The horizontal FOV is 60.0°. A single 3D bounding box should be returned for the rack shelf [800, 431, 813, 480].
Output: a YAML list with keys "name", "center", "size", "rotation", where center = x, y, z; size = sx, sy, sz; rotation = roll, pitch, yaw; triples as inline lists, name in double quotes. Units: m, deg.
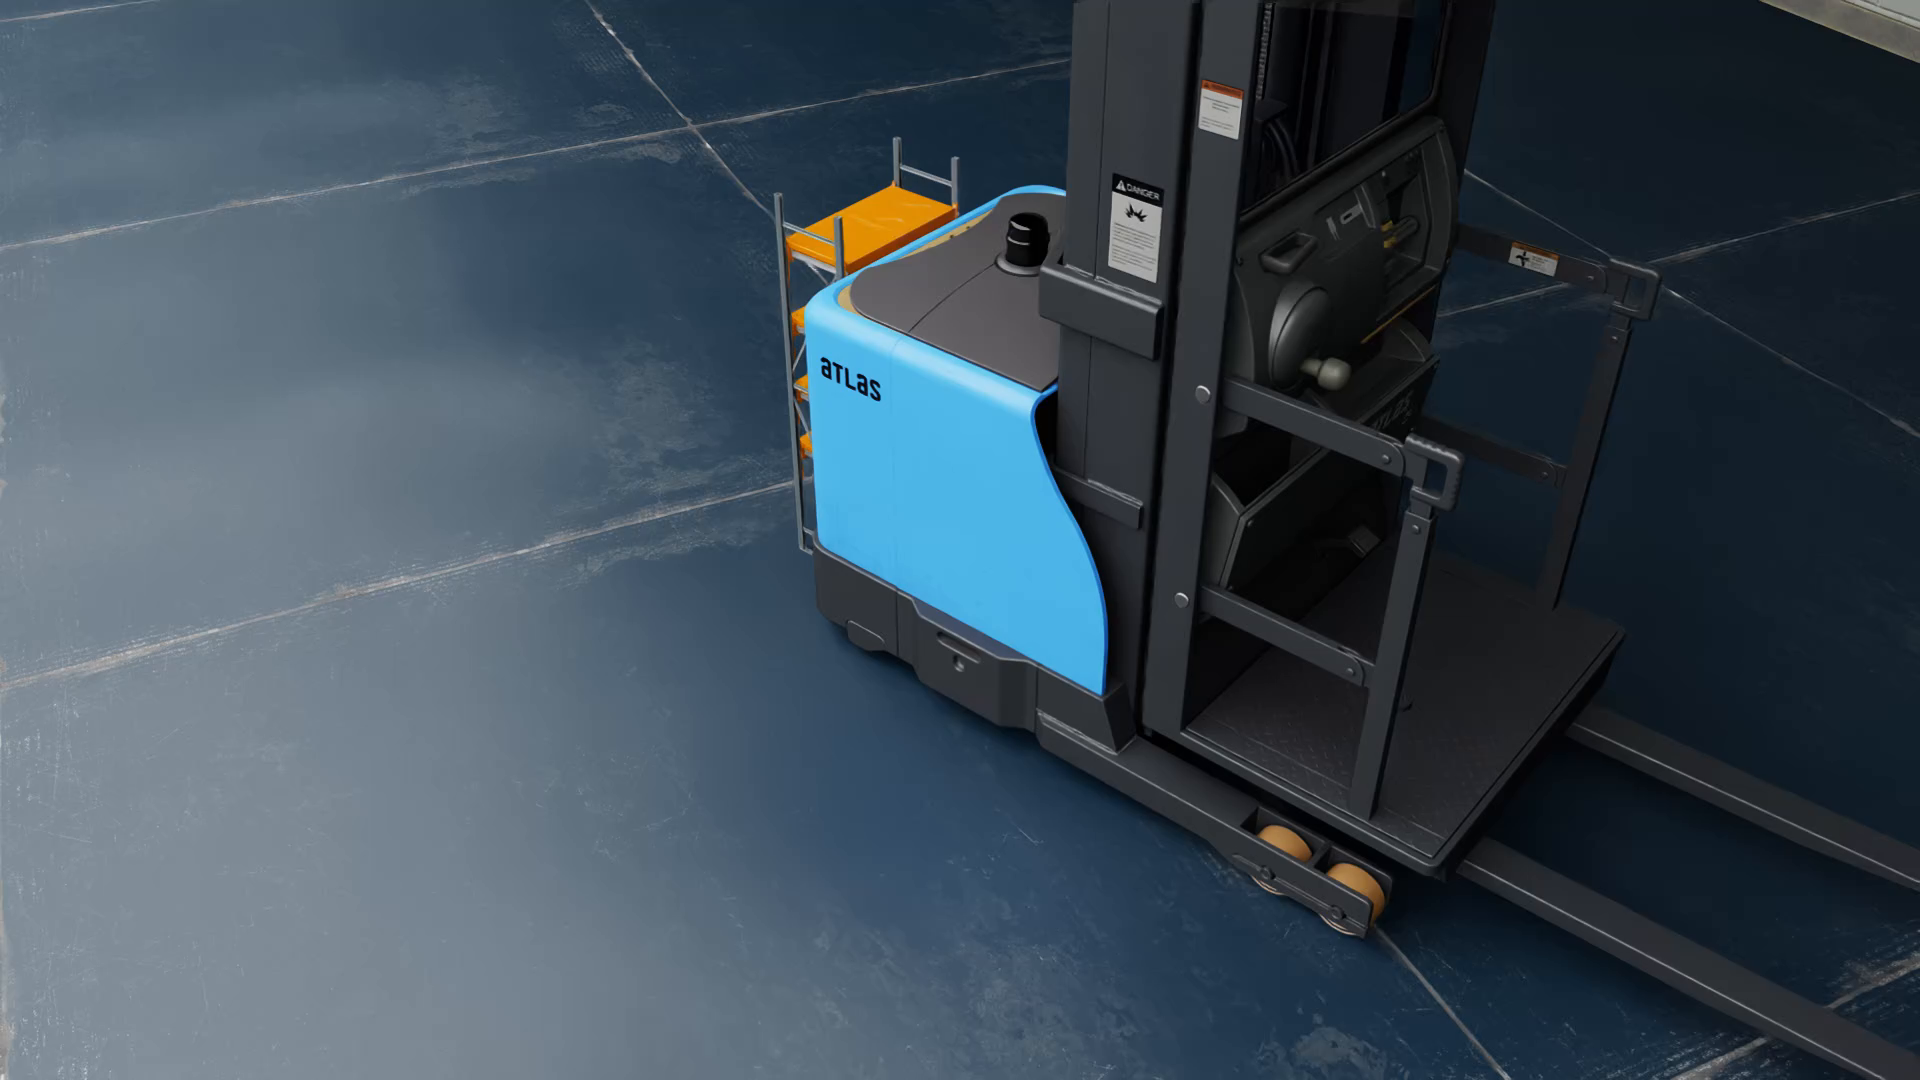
- name: "rack shelf"
  center: [-0.252, -0.310, 5.107]
  size: [0.258, 0.148, 0.480]
  rotation: [26, 44, 31]

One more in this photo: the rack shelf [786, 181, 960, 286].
- name: "rack shelf"
  center: [-0.252, -0.839, 4.715]
  size: [0.258, 0.148, 0.480]
  rotation: [26, 44, 31]

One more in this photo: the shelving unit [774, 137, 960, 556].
- name: "shelving unit"
  center: [-0.252, -0.524, 4.949]
  size: [0.258, 1.200, 0.503]
  rotation: [26, 44, 31]

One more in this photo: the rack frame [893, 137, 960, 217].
- name: "rack frame"
  center: [-0.097, -0.636, 5.100]
  size: [0.240, 1.200, 0.015]
  rotation: [26, 44, 31]

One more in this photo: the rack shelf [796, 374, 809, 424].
- name: "rack shelf"
  center: [-0.252, -0.470, 4.989]
  size: [0.258, 0.148, 0.480]
  rotation: [26, 44, 31]

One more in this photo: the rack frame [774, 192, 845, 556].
- name: "rack frame"
  center: [-0.407, -0.411, 4.798]
  size: [0.240, 1.200, 0.015]
  rotation: [26, 44, 31]

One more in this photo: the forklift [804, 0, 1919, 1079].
- name: "forklift"
  center: [1.033, -0.593, 3.590]
  size: [3.031, 2.935, 1.130]
  rotation: [27, 44, 31]

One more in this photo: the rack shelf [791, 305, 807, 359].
- name: "rack shelf"
  center: [-0.252, -0.649, 4.856]
  size: [0.258, 0.148, 0.480]
  rotation: [26, 44, 31]
